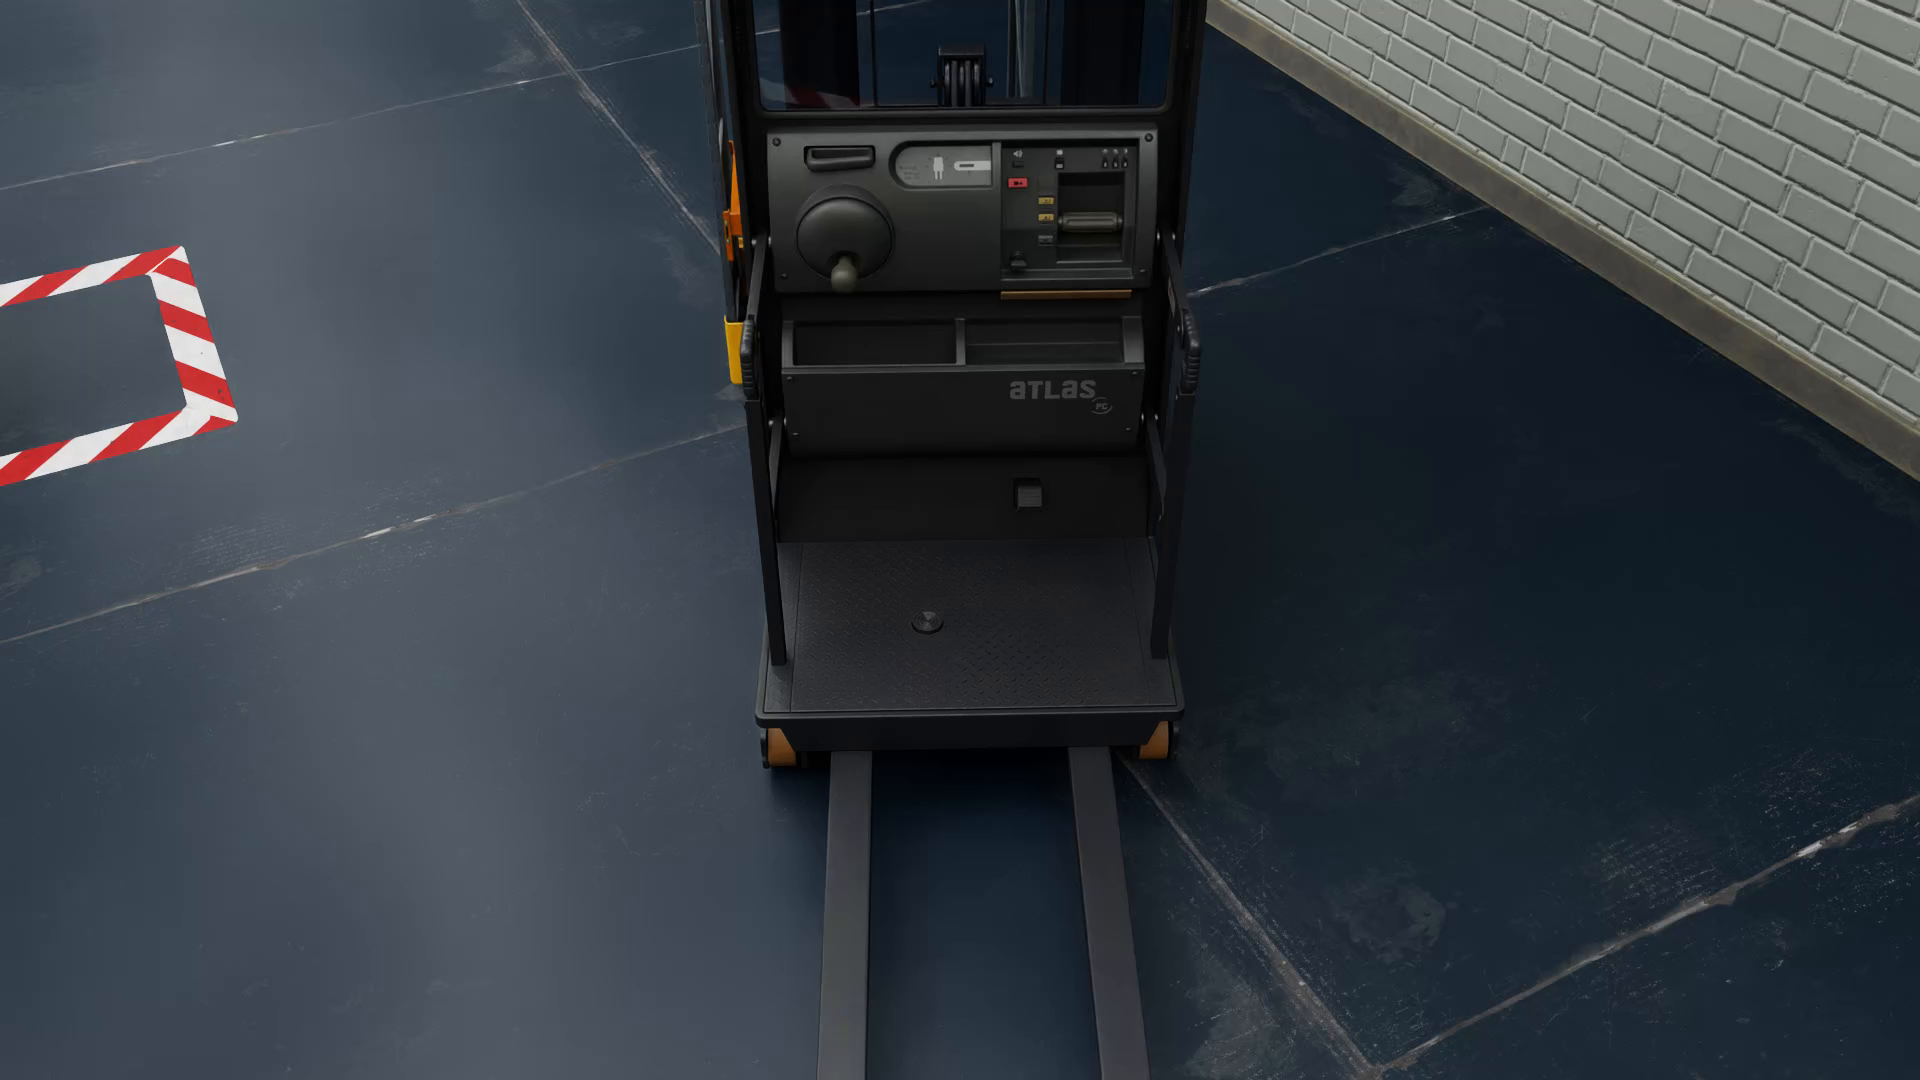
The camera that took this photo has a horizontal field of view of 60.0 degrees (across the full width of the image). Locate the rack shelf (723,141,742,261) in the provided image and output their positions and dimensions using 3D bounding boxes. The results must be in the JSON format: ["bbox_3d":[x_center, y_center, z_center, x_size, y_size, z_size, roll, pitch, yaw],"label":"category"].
[{"bbox_3d":[-0.307,-1.205,5.791,1.000,0.185,0.538,-3,40,-3],"label":"rack shelf"}]

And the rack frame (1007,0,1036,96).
[{"bbox_3d":[0.199,-1.369,5.706,0.032,1.500,0.500,-3,40,-3],"label":"rack frame"}]

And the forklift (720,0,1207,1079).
[{"bbox_3d":[0.015,-0.714,3.825,1.130,2.935,3.031,-1,40,-1],"label":"forklift"}]

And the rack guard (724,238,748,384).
[{"bbox_3d":[-0.795,-0.840,6.049,0.087,0.250,0.587,-3,40,-3],"label":"rack guard"}]

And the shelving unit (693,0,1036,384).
[{"bbox_3d":[-0.298,-1.343,5.676,1.083,1.500,0.587,-3,40,-3],"label":"shelving unit"}]

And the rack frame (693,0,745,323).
[{"bbox_3d":[-0.814,-1.316,5.644,0.032,1.500,0.500,-3,40,-3],"label":"rack frame"}]
